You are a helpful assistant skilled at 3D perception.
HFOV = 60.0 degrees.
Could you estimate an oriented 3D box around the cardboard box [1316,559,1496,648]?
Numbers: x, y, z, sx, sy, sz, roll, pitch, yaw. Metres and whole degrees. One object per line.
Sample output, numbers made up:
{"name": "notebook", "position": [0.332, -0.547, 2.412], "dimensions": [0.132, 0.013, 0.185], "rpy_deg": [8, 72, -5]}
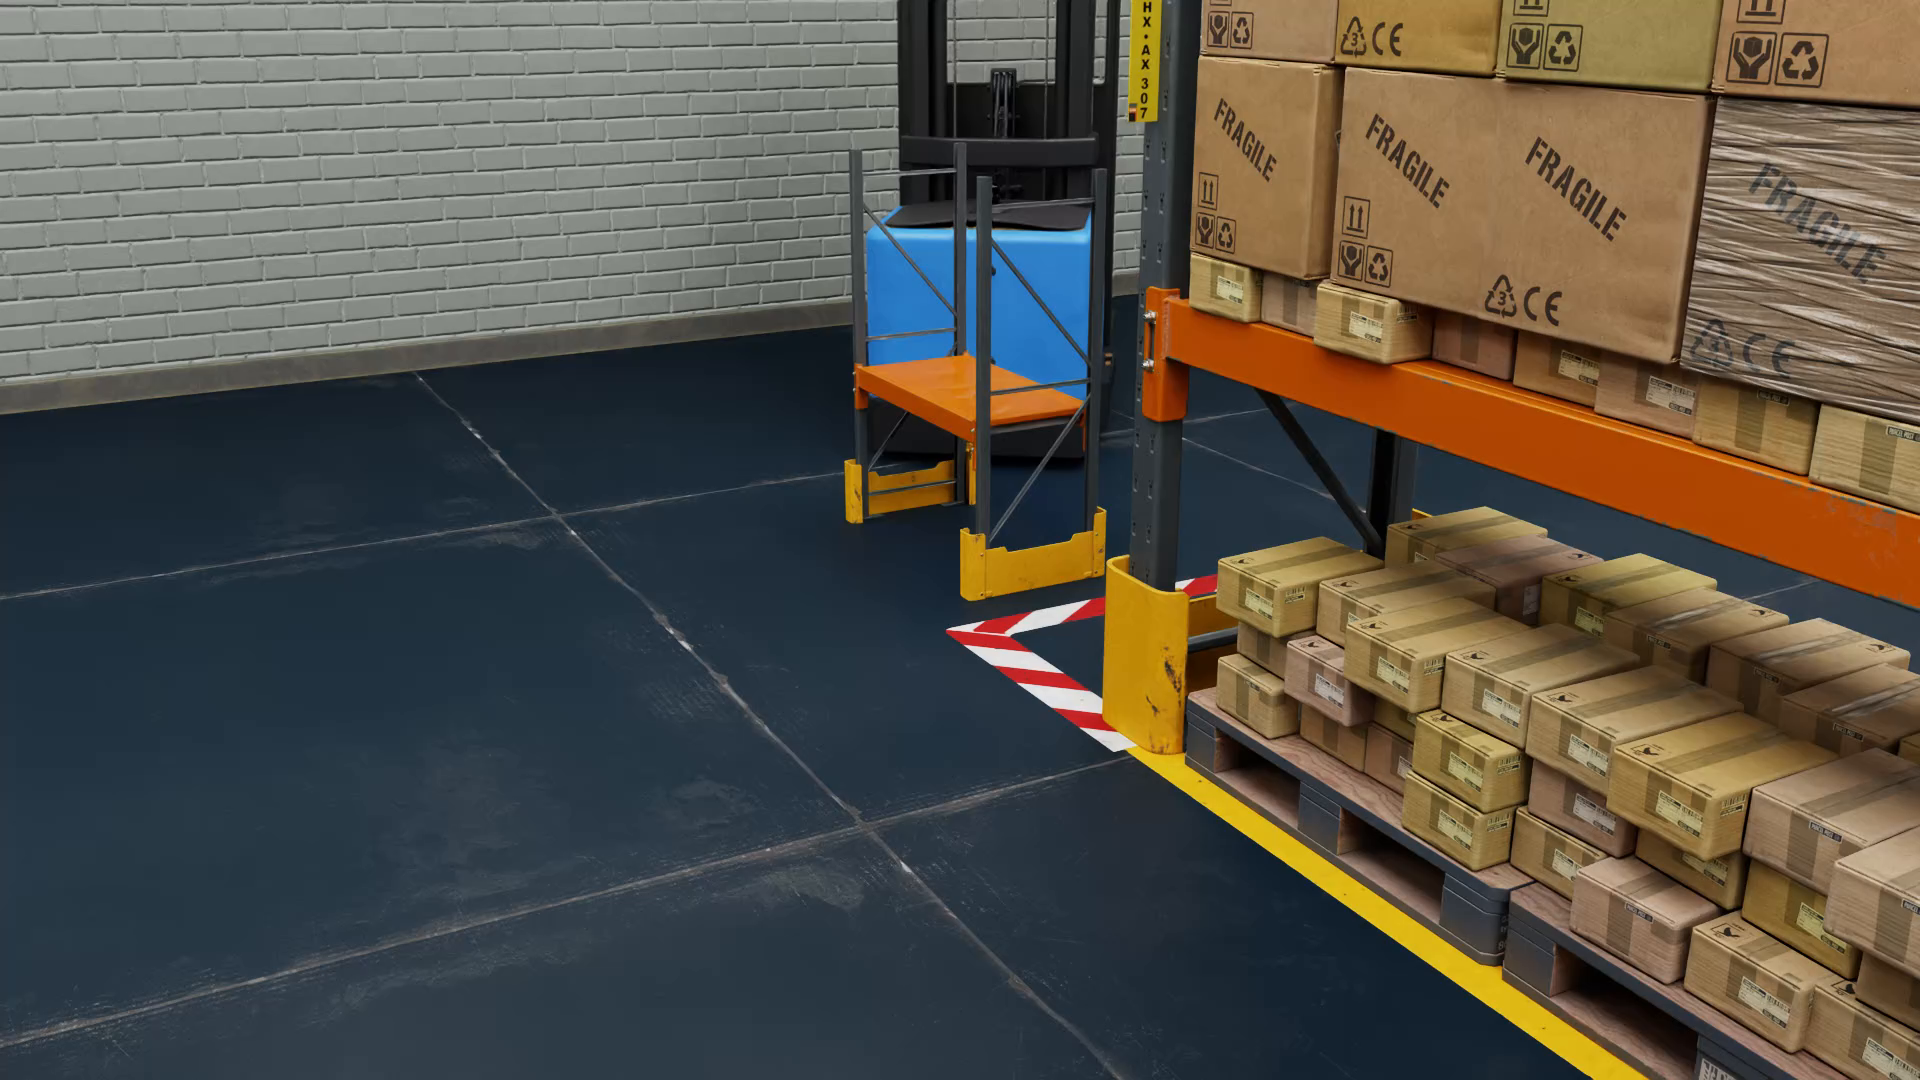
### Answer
{"name": "cardboard box", "position": [1.155, 0.184, 4.315], "dimensions": [0.380, 0.149, 0.250], "rpy_deg": [-10, 21, -26]}

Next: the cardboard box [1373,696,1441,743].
{"name": "cardboard box", "position": [1.266, 0.395, 4.159], "dimensions": [0.380, 0.149, 0.250], "rpy_deg": [-10, 21, -26]}

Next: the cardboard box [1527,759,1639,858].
{"name": "cardboard box", "position": [1.502, 0.547, 3.719], "dimensions": [0.380, 0.149, 0.250], "rpy_deg": [-11, 22, -29]}

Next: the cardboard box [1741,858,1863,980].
{"name": "cardboard box", "position": [1.787, 0.697, 3.282], "dimensions": [0.380, 0.149, 0.250], "rpy_deg": [-9, 21, -24]}

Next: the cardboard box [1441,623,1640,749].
{"name": "cardboard box", "position": [1.353, 0.334, 3.879], "dimensions": [0.380, 0.149, 0.250], "rpy_deg": [-11, 22, -29]}

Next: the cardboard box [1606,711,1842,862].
{"name": "cardboard box", "position": [1.561, 0.498, 3.404], "dimensions": [0.380, 0.149, 0.250], "rpy_deg": [-10, 21, -26]}

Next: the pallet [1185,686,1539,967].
{"name": "pallet", "position": [1.359, 0.631, 4.479], "dimensions": [1.003, 0.211, 1.213], "rpy_deg": [-10, 21, -27]}

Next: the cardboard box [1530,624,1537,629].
{"name": "cardboard box", "position": [1.547, 0.252, 4.575], "dimensions": [0.380, 0.149, 0.250], "rpy_deg": [-11, 22, -28]}

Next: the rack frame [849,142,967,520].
{"name": "rack frame", "position": [-0.201, -0.830, 6.739], "dimensions": [0.500, 1.500, 0.032], "rpy_deg": [-10, 21, -27]}

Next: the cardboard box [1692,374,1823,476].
{"name": "cardboard box", "position": [1.619, -0.245, 3.129], "dimensions": [0.380, 0.149, 0.250], "rpy_deg": [-9, 21, -25]}

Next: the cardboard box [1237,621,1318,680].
{"name": "cardboard box", "position": [0.991, 0.251, 4.576], "dimensions": [0.380, 0.149, 0.250], "rpy_deg": [-9, 21, -24]}

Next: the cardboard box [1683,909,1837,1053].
{"name": "cardboard box", "position": [1.682, 0.843, 3.315], "dimensions": [0.380, 0.149, 0.250], "rpy_deg": [-10, 21, -27]}

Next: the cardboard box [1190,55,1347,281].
{"name": "cardboard box", "position": [0.939, -0.964, 4.217], "dimensions": [0.500, 0.500, 0.500], "rpy_deg": [-9, 21, -24]}

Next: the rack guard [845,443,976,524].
{"name": "rack guard", "position": [-0.200, -0.239, 6.941], "dimensions": [0.587, 0.250, 0.087], "rpy_deg": [-10, 21, -27]}

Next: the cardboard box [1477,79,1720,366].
{"name": "cardboard box", "position": [1.437, -0.672, 3.370], "dimensions": [0.500, 0.500, 0.500], "rpy_deg": [-10, 21, -26]}

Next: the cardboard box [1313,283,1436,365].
{"name": "cardboard box", "position": [1.072, -0.533, 3.963], "dimensions": [0.380, 0.149, 0.250], "rpy_deg": [-11, 22, -28]}

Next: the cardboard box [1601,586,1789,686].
{"name": "cardboard box", "position": [1.814, 0.253, 4.115], "dimensions": [0.380, 0.149, 0.250], "rpy_deg": [-11, 22, -29]}

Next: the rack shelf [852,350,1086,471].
{"name": "rack shelf", "position": [0.041, -0.514, 6.374], "dimensions": [0.538, 0.185, 1.000], "rpy_deg": [-10, 21, -27]}

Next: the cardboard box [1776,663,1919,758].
{"name": "cardboard box", "position": [2.018, 0.414, 3.647], "dimensions": [0.380, 0.149, 0.250], "rpy_deg": [-11, 22, -28]}

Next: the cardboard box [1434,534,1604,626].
{"name": "cardboard box", "position": [1.512, 0.114, 4.517], "dimensions": [0.380, 0.149, 0.250], "rpy_deg": [-10, 21, -26]}

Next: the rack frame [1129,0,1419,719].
{"name": "rack frame", "position": [0.968, -0.948, 4.779], "dimensions": [1.000, 3.000, 0.127], "rpy_deg": [-10, 21, -27]}

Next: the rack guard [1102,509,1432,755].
{"name": "rack guard", "position": [1.005, 0.256, 5.124], "dimensions": [1.175, 0.500, 0.348], "rpy_deg": [-10, 21, -27]}

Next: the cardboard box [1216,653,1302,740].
{"name": "cardboard box", "position": [0.936, 0.401, 4.596], "dimensions": [0.380, 0.149, 0.250], "rpy_deg": [-10, 21, -26]}

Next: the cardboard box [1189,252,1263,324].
{"name": "cardboard box", "position": [0.834, -0.685, 4.404], "dimensions": [0.380, 0.149, 0.250], "rpy_deg": [-10, 21, -27]}

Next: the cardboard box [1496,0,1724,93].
{"name": "cardboard box", "position": [1.421, -1.142, 3.199], "dimensions": [0.500, 0.500, 0.500], "rpy_deg": [-11, 22, -28]}

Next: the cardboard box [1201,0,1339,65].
{"name": "cardboard box", "position": [0.948, -1.438, 4.059], "dimensions": [0.500, 0.500, 0.500], "rpy_deg": [-10, 21, -27]}

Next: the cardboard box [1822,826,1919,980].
{"name": "cardboard box", "position": [1.786, 0.644, 2.982], "dimensions": [0.380, 0.149, 0.250], "rpy_deg": [-11, 22, -29]}

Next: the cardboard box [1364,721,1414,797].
{"name": "cardboard box", "position": [1.256, 0.534, 4.212], "dimensions": [0.380, 0.149, 0.250], "rpy_deg": [-10, 21, -26]}

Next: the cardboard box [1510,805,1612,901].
{"name": "cardboard box", "position": [1.486, 0.683, 3.780], "dimensions": [0.380, 0.149, 0.250], "rpy_deg": [-10, 21, -27]}

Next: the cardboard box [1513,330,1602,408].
{"name": "cardboard box", "position": [1.423, -0.398, 3.572], "dimensions": [0.380, 0.149, 0.250], "rpy_deg": [-10, 22, -27]}

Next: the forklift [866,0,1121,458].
{"name": "forklift", "position": [0.268, -2.192, 8.489], "dimensions": [1.130, 2.935, 3.031], "rpy_deg": [2, 19, 7]}

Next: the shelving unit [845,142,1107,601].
{"name": "shelving unit", "position": [0.036, -0.687, 6.323], "dimensions": [0.587, 1.500, 1.083], "rpy_deg": [-10, 21, -27]}
